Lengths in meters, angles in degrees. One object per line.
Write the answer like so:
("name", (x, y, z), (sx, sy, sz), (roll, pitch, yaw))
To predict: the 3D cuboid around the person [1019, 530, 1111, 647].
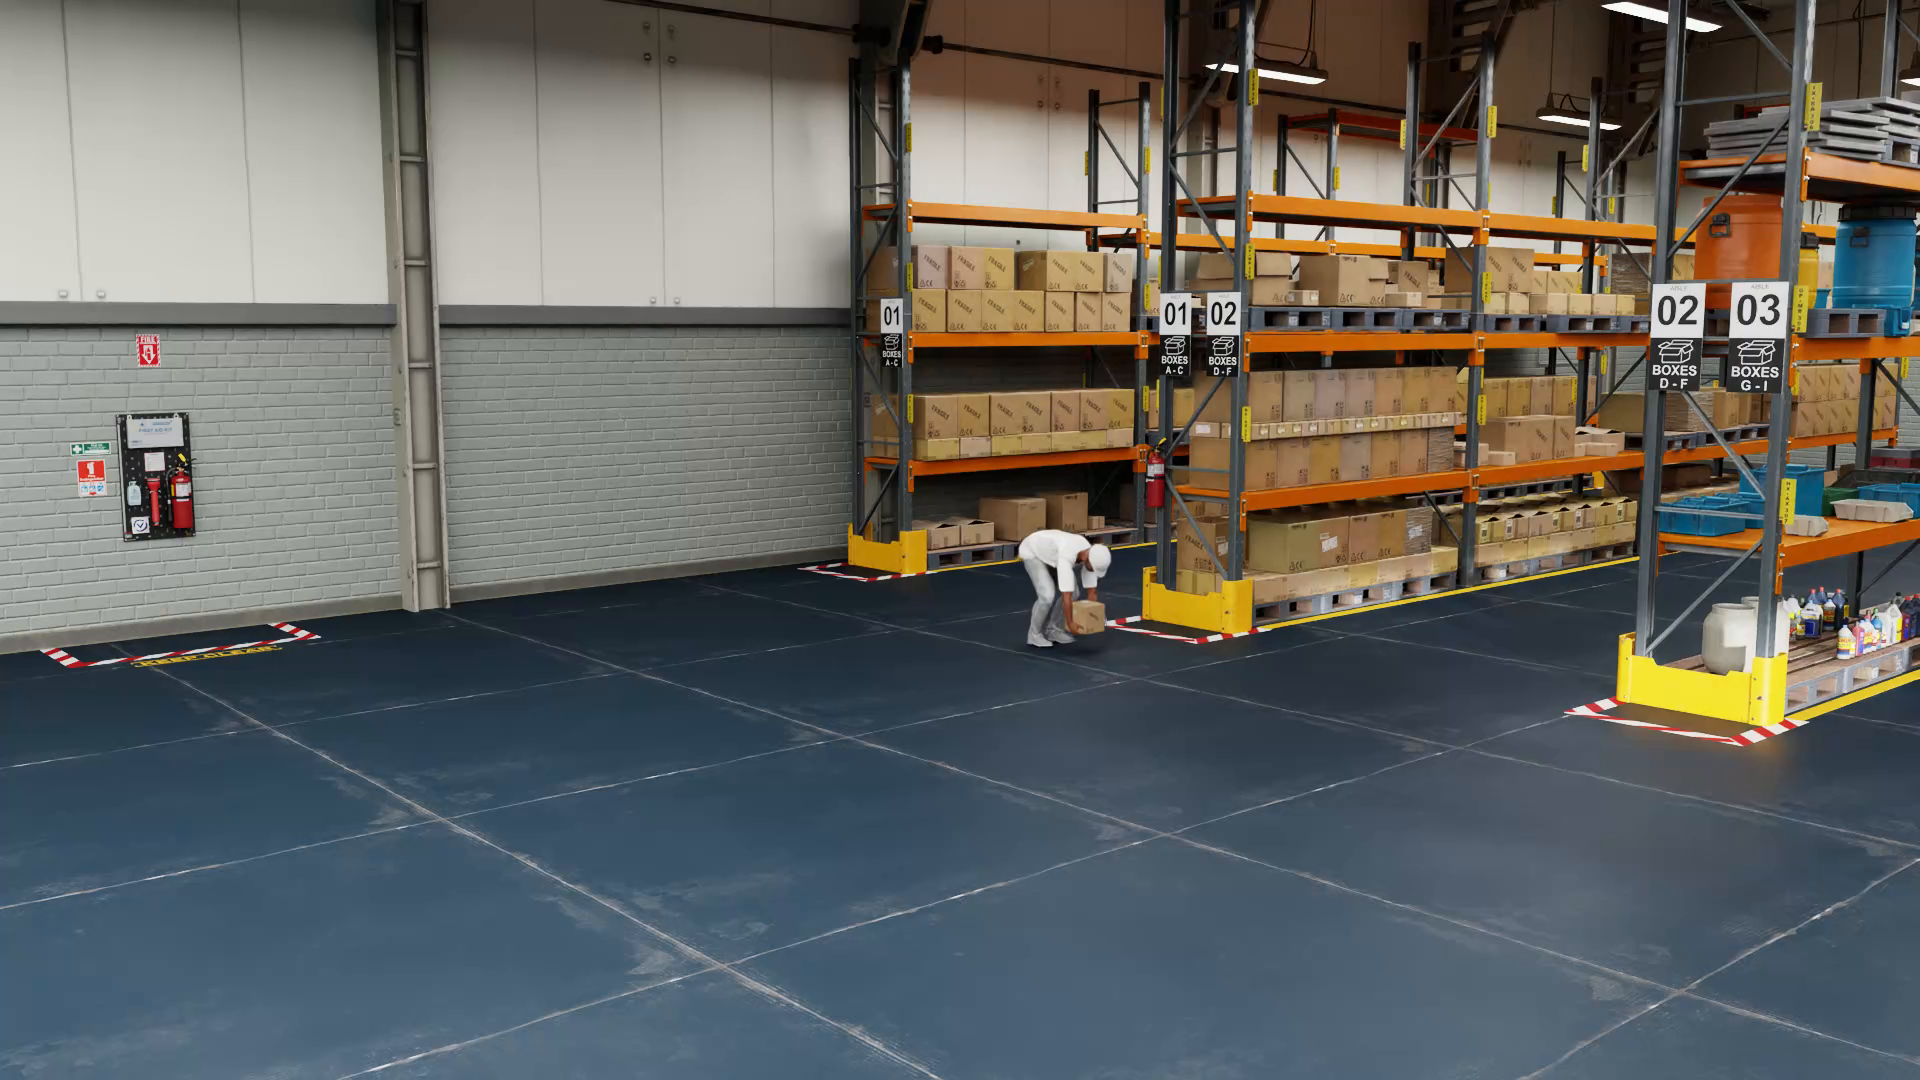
("person", (0.973, 0.448, 14.982), (0.486, 1.053, 0.981), (-7, 10, -43))
